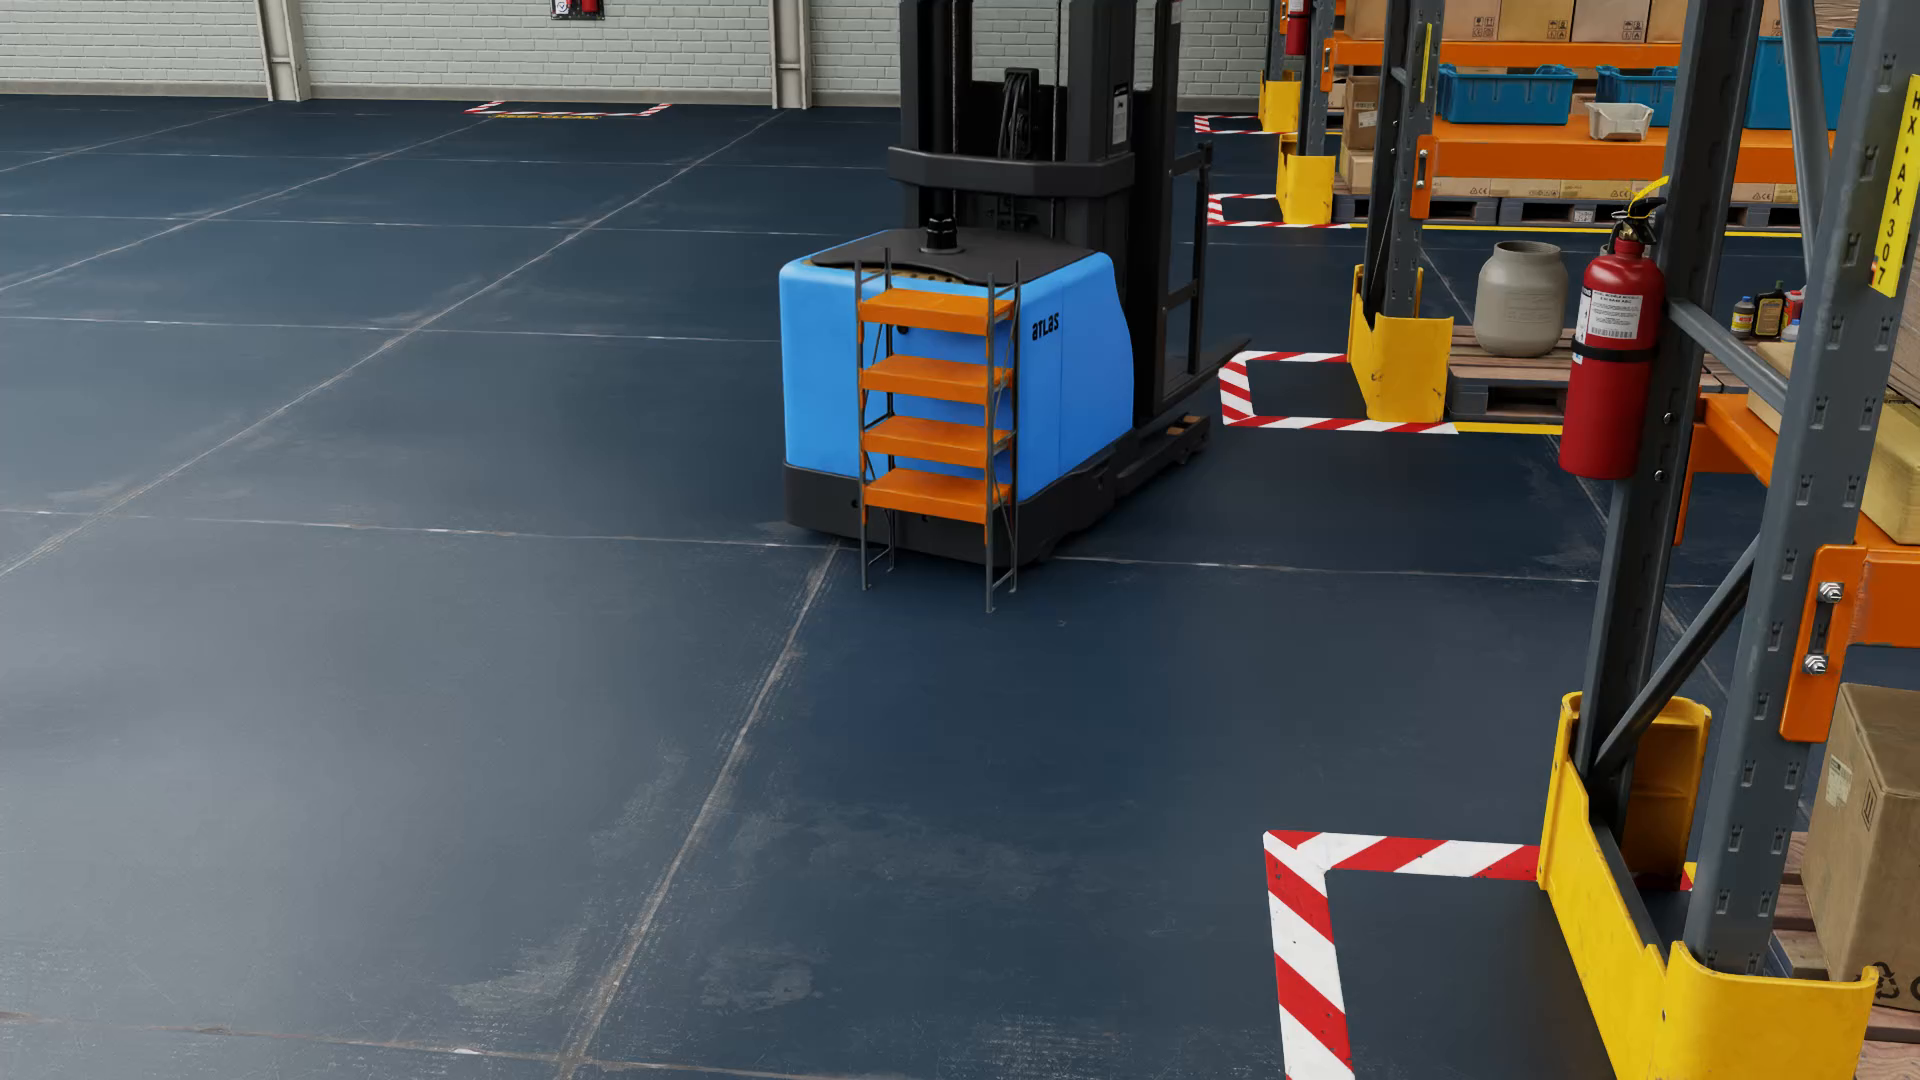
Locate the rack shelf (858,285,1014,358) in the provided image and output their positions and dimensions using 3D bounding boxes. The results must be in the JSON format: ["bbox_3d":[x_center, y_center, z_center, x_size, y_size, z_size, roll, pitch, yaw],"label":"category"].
[{"bbox_3d":[-0.074,-0.742,5.617,0.480,0.148,0.258,10,24,23],"label":"rack shelf"}]

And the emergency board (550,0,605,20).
[{"bbox_3d":[-4.351,-6.430,18.624,0.643,1.169,0.194,2,22,6],"label":"emergency board"}]

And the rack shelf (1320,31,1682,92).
[{"bbox_3d":[4.667,-3.534,12.277,4.000,0.370,1.077,2,22,6],"label":"rack shelf"}]

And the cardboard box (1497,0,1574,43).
[{"bbox_3d":[4.157,-3.932,12.170,0.500,0.500,0.700,3,22,7],"label":"cardboard box"}]

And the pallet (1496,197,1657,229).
[{"bbox_3d":[4.653,-2.587,12.696,1.213,0.211,1.003,2,22,6],"label":"pallet"}]

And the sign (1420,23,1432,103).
[{"bbox_3d":[2.025,-2.075,7.232,0.005,0.325,0.100,2,22,6],"label":"sign"}]

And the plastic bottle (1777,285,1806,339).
[{"bbox_3d":[4.217,-1.144,8.361,0.135,0.276,0.152,3,22,7],"label":"plastic bottle"}]

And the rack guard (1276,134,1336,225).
[{"bbox_3d":[2.657,-2.794,12.826,0.348,0.500,1.175,2,22,6],"label":"rack guard"}]

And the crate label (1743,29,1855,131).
[{"bbox_3d":[3.954,-2.182,7.832,0.616,0.435,0.502,2,22,6],"label":"crate label"}]

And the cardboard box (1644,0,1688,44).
[{"bbox_3d":[5.189,-3.889,12.061,0.500,0.500,0.700,3,22,7],"label":"cardboard box"}]

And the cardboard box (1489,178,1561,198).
[{"bbox_3d":[4.181,-2.725,12.422,0.500,0.250,0.500,2,22,6],"label":"cardboard box"}]

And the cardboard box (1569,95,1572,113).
[{"bbox_3d":[4.182,-3.078,12.295,0.500,0.500,0.500,2,22,6],"label":"cardboard box"}]

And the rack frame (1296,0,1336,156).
[{"bbox_3d":[2.681,-3.955,12.364,0.127,3.000,1.000,2,22,6],"label":"rack frame"}]

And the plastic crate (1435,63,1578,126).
[{"bbox_3d":[2.626,-2.165,8.039,0.616,0.251,0.499,2,22,6],"label":"plastic crate"}]

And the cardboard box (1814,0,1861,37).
[{"bbox_3d":[6.212,-3.845,11.951,0.500,0.500,0.700,2,22,5],"label":"cardboard box"}]

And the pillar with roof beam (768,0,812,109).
[{"bbox_3d":[-2.408,-7.527,13.239,0.400,9.000,9.100,2,22,6],"label":"pillar with roof beam"}]

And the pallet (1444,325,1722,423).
[{"bbox_3d":[2.981,-0.827,8.244,1.213,0.211,1.003,2,22,6],"label":"pallet"}]

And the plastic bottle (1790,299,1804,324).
[{"bbox_3d":[4.205,-1.109,8.261,0.133,0.283,0.061,2,22,6],"label":"plastic bottle"}]

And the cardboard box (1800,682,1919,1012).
[{"bbox_3d":[2.129,0.662,3.515,0.500,0.500,0.500,7,23,16],"label":"cardboard box"}]

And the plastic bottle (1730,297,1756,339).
[{"bbox_3d":[3.969,-1.131,8.428,0.097,0.201,0.097,0,22,0],"label":"plastic bottle"}]

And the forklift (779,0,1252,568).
[{"bbox_3d":[0.467,-1.763,6.913,1.130,2.935,3.031,11,24,26],"label":"forklift"}]

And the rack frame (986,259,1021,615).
[{"bbox_3d":[0.147,-0.339,5.666,0.015,1.200,0.240,10,24,23],"label":"rack frame"}]

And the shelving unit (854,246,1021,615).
[{"bbox_3d":[-0.074,-0.377,5.761,0.503,1.200,0.258,10,24,23],"label":"shelving unit"}]

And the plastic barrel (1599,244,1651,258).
[{"bbox_3d":[3.254,-1.163,8.114,0.421,0.512,0.421,0,22,0],"label":"plastic barrel"}]

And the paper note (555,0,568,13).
[{"bbox_3d":[-4.519,-6.053,18.869,0.142,0.148,0.016,2,22,6],"label":"paper note"}]

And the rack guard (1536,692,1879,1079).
[{"bbox_3d":[1.587,0.827,3.667,0.348,0.500,1.175,2,22,6],"label":"rack guard"}]

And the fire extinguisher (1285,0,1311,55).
[{"bbox_3d":[2.618,-4.094,12.820,0.183,0.674,0.296,2,22,6],"label":"fire extinguisher"}]

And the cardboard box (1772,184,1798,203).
[{"bbox_3d":[6.167,-2.639,12.204,0.500,0.250,0.500,2,22,6],"label":"cardboard box"}]

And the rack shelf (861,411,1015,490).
[{"bbox_3d":[-0.074,-0.314,5.786,0.480,0.148,0.258,10,24,23],"label":"rack shelf"}]

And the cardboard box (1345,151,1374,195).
[{"bbox_3d":[3.187,-2.767,12.528,0.500,0.250,0.500,2,22,6],"label":"cardboard box"}]

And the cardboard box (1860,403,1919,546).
[{"bbox_3d":[1.766,-0.122,3.011,0.250,0.149,0.380,2,22,6],"label":"cardboard box"}]

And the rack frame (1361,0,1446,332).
[{"bbox_3d":[2.094,-2.147,7.790,0.127,3.000,1.000,2,22,6],"label":"rack frame"}]

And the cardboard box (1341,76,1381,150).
[{"bbox_3d":[3.248,-3.306,12.871,0.500,0.500,0.500,2,22,6],"label":"cardboard box"}]

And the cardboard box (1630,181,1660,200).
[{"bbox_3d":[5.173,-2.680,12.309,0.500,0.250,0.500,2,22,6],"label":"cardboard box"}]

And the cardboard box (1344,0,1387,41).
[{"bbox_3d":[3.143,-3.977,12.283,0.500,0.500,0.700,3,22,6],"label":"cardboard box"}]

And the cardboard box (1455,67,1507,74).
[{"bbox_3d":[5.225,-4.669,16.970,0.500,0.500,0.700,1,22,3],"label":"cardboard box"}]

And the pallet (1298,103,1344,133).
[{"bbox_3d":[4.138,-4.416,17.322,1.213,0.211,1.003,2,22,6],"label":"pallet"}]

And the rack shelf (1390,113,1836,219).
[{"bbox_3d":[4.080,-1.726,7.703,4.000,0.370,1.077,2,22,6],"label":"rack shelf"}]
